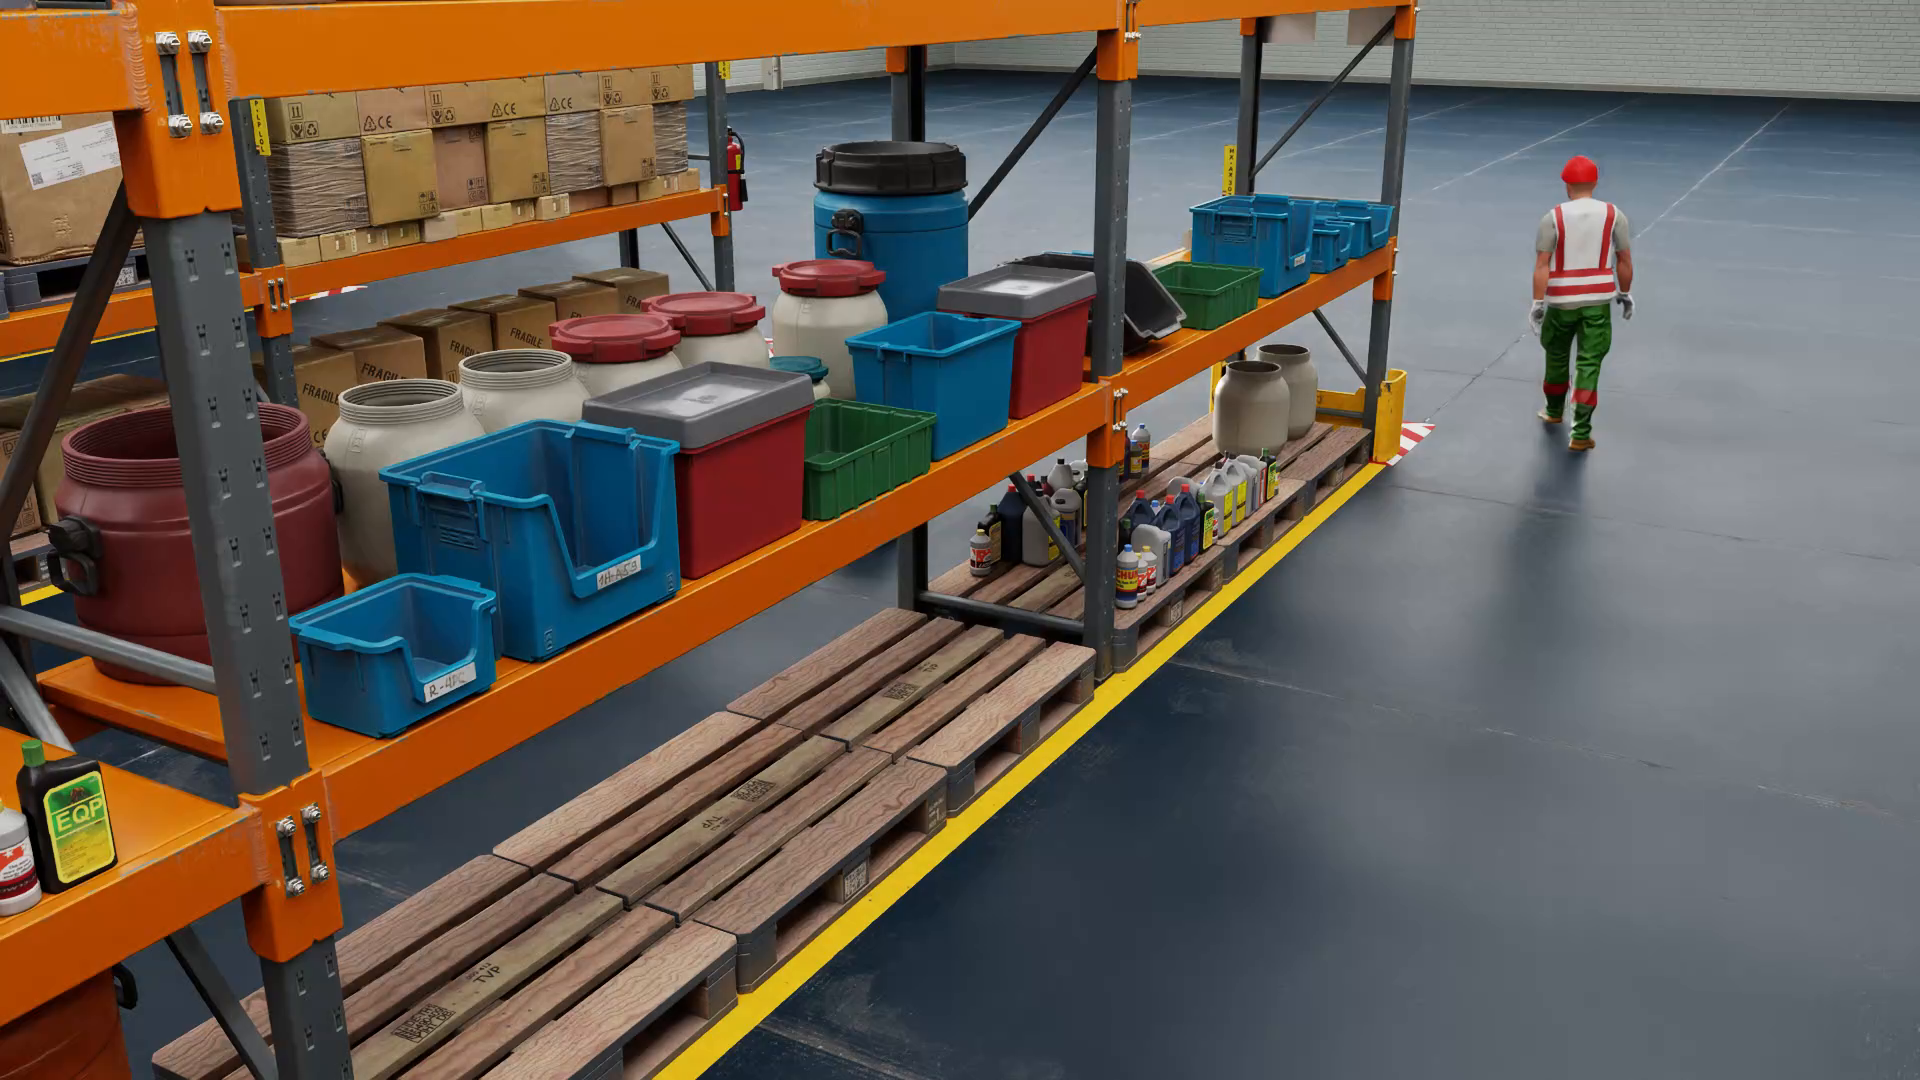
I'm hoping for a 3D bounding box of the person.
[{"bbox_3d":[3.850,-1.497,10.285,0.611,1.730,0.959,7,20,20],"label":"person"}]
